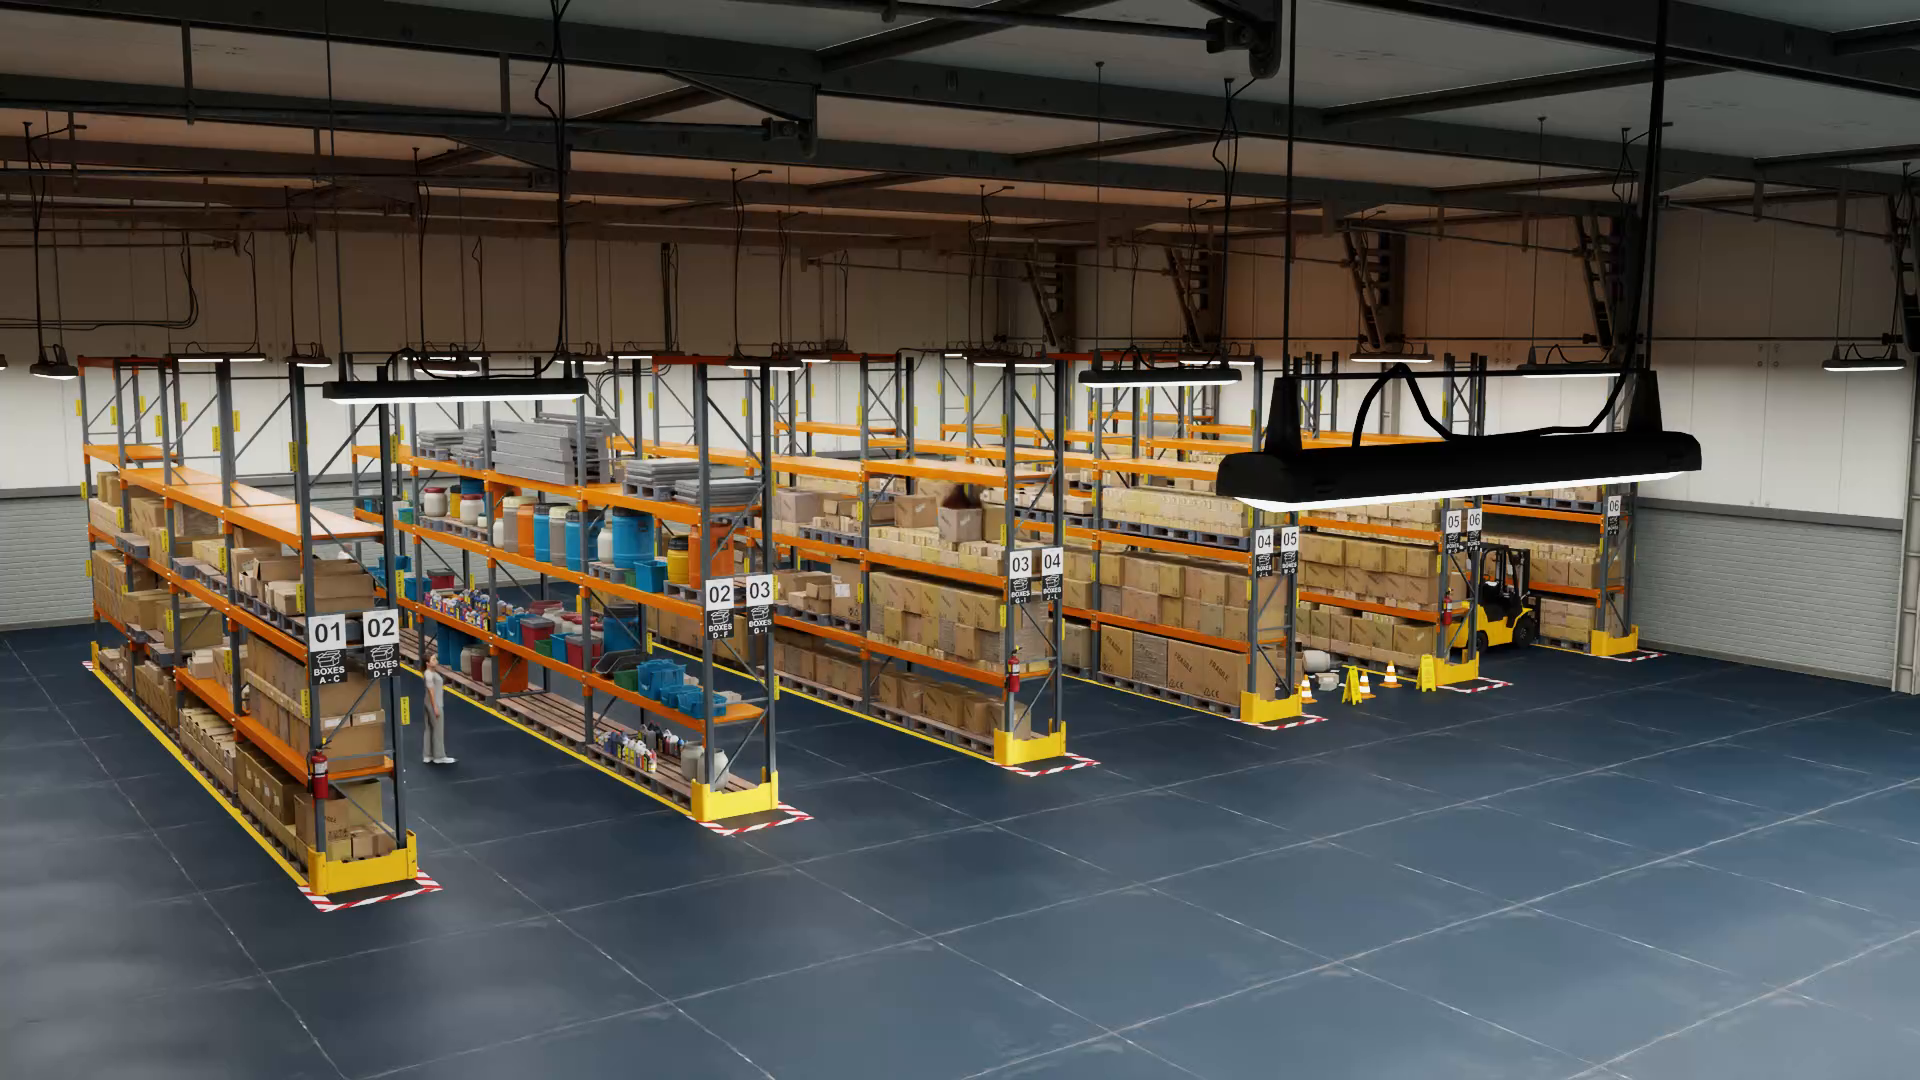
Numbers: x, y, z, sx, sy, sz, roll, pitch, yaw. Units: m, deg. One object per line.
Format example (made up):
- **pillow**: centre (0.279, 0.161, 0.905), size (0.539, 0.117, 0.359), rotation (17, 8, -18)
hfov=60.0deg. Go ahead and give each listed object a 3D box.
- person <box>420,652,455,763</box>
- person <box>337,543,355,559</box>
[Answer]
- **person**: centre (-7.847, 2.497, 24.873), size (0.442, 1.677, 0.467), rotation (-4, 8, -33)
- **person**: centre (-14.079, 0.840, 38.104), size (0.857, 1.741, 0.592), rotation (-1, 7, -7)
